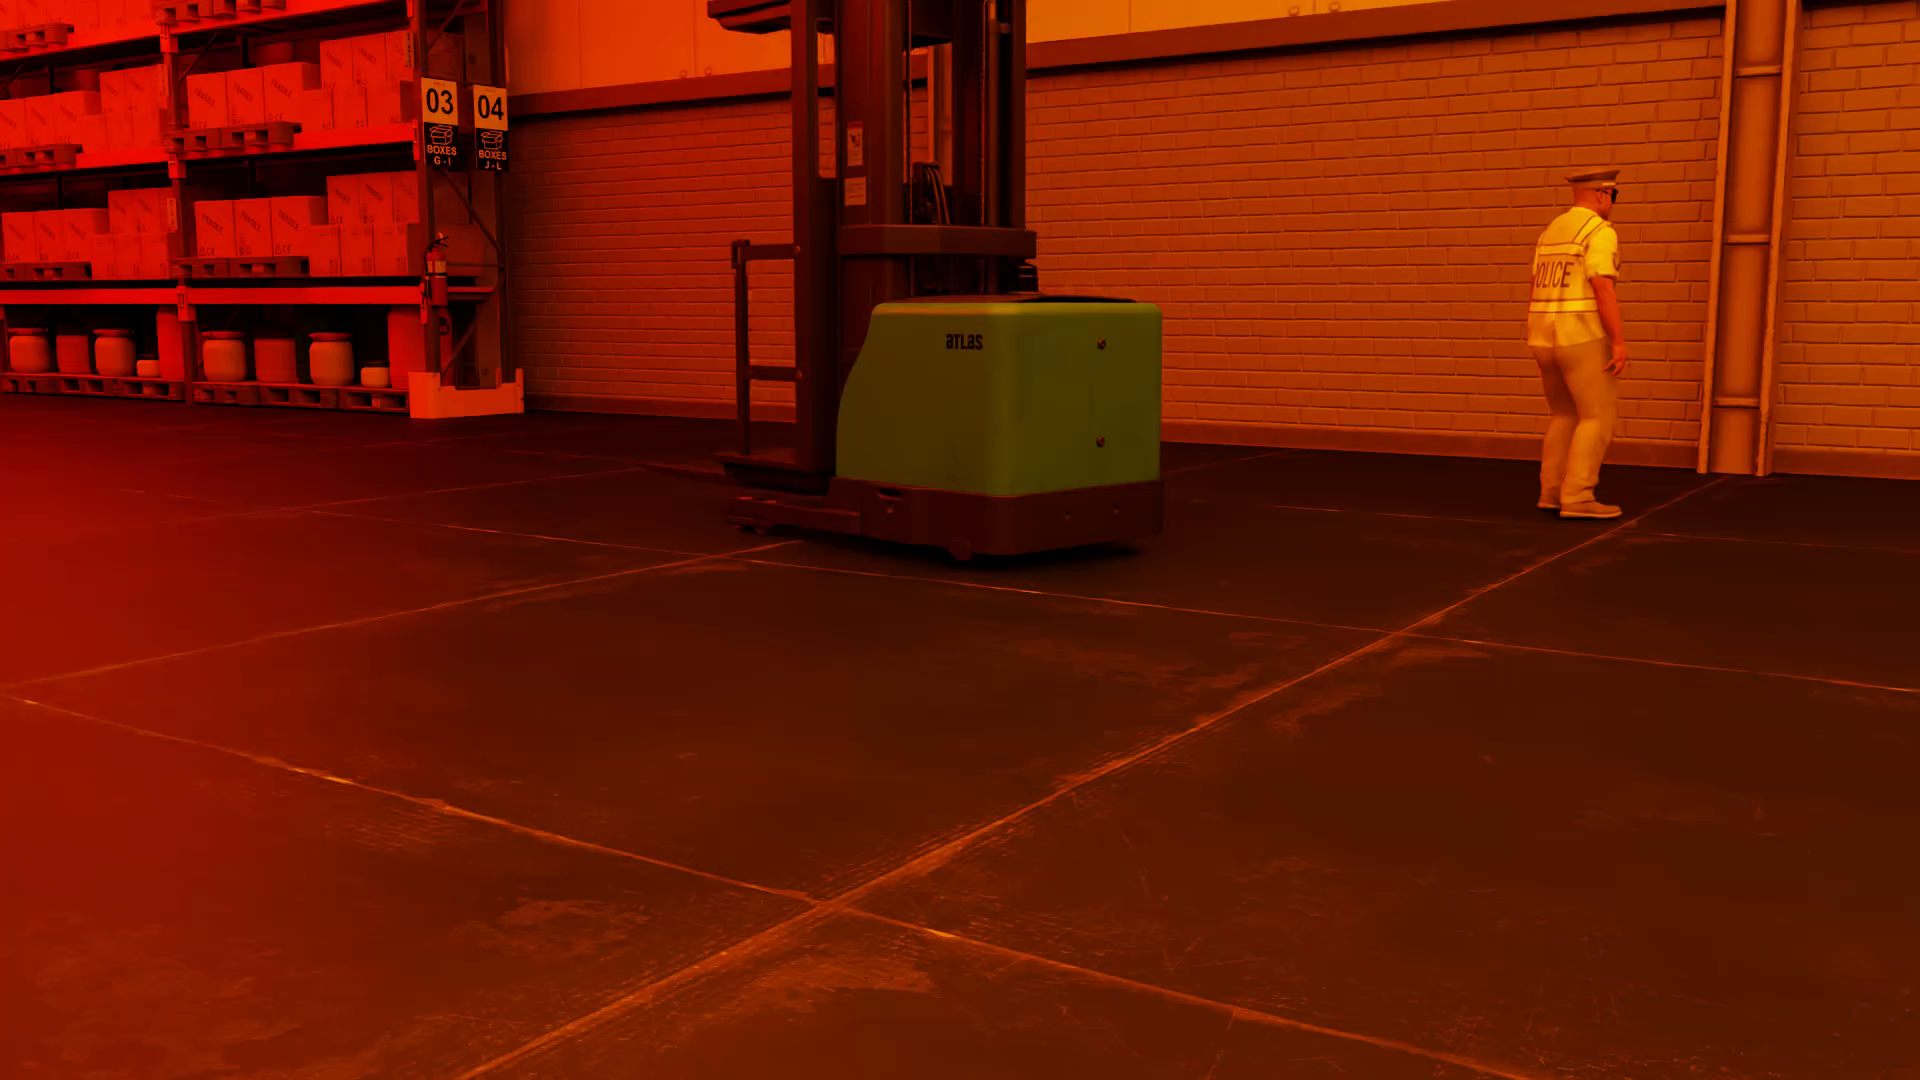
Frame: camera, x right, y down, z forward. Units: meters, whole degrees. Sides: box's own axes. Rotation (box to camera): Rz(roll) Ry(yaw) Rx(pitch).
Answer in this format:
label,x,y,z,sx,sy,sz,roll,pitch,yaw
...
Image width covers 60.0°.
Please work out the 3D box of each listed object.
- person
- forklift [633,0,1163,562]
label,x,y,z,sx,sy,sz,roll,pitch,yaw
person,3.138,-0.986,8.398,0.478,1.762,0.600,-2,8,-15
forklift,-0.480,-1.518,7.866,1.130,2.935,3.031,-7,11,-42
